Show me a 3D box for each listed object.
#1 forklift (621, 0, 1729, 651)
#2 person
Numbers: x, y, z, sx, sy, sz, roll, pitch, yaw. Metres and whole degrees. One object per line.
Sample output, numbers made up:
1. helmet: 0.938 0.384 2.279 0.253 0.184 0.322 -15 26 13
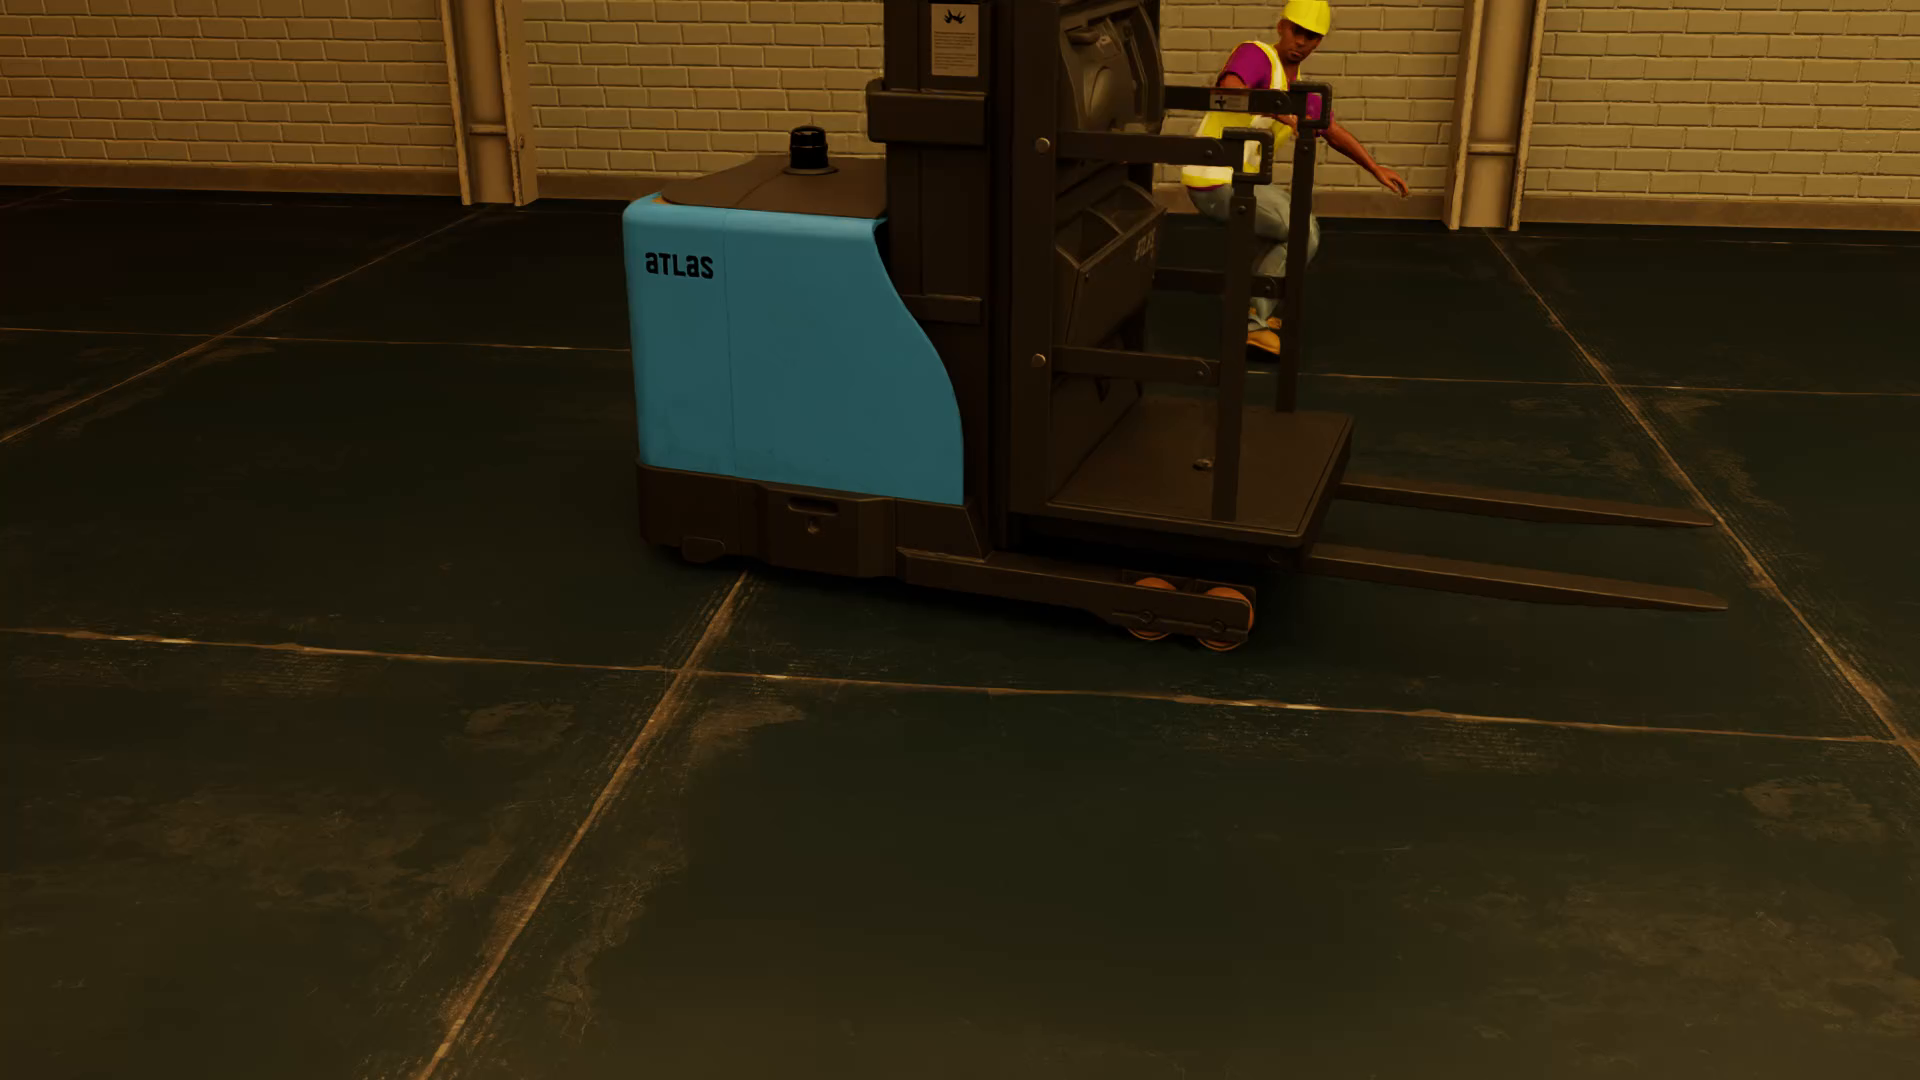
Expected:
1. forklift: 0.604 -1.287 4.450 3.031 2.935 1.130 8 23 18
2. person: 1.401 -1.520 7.013 0.913 1.505 0.844 8 23 19
